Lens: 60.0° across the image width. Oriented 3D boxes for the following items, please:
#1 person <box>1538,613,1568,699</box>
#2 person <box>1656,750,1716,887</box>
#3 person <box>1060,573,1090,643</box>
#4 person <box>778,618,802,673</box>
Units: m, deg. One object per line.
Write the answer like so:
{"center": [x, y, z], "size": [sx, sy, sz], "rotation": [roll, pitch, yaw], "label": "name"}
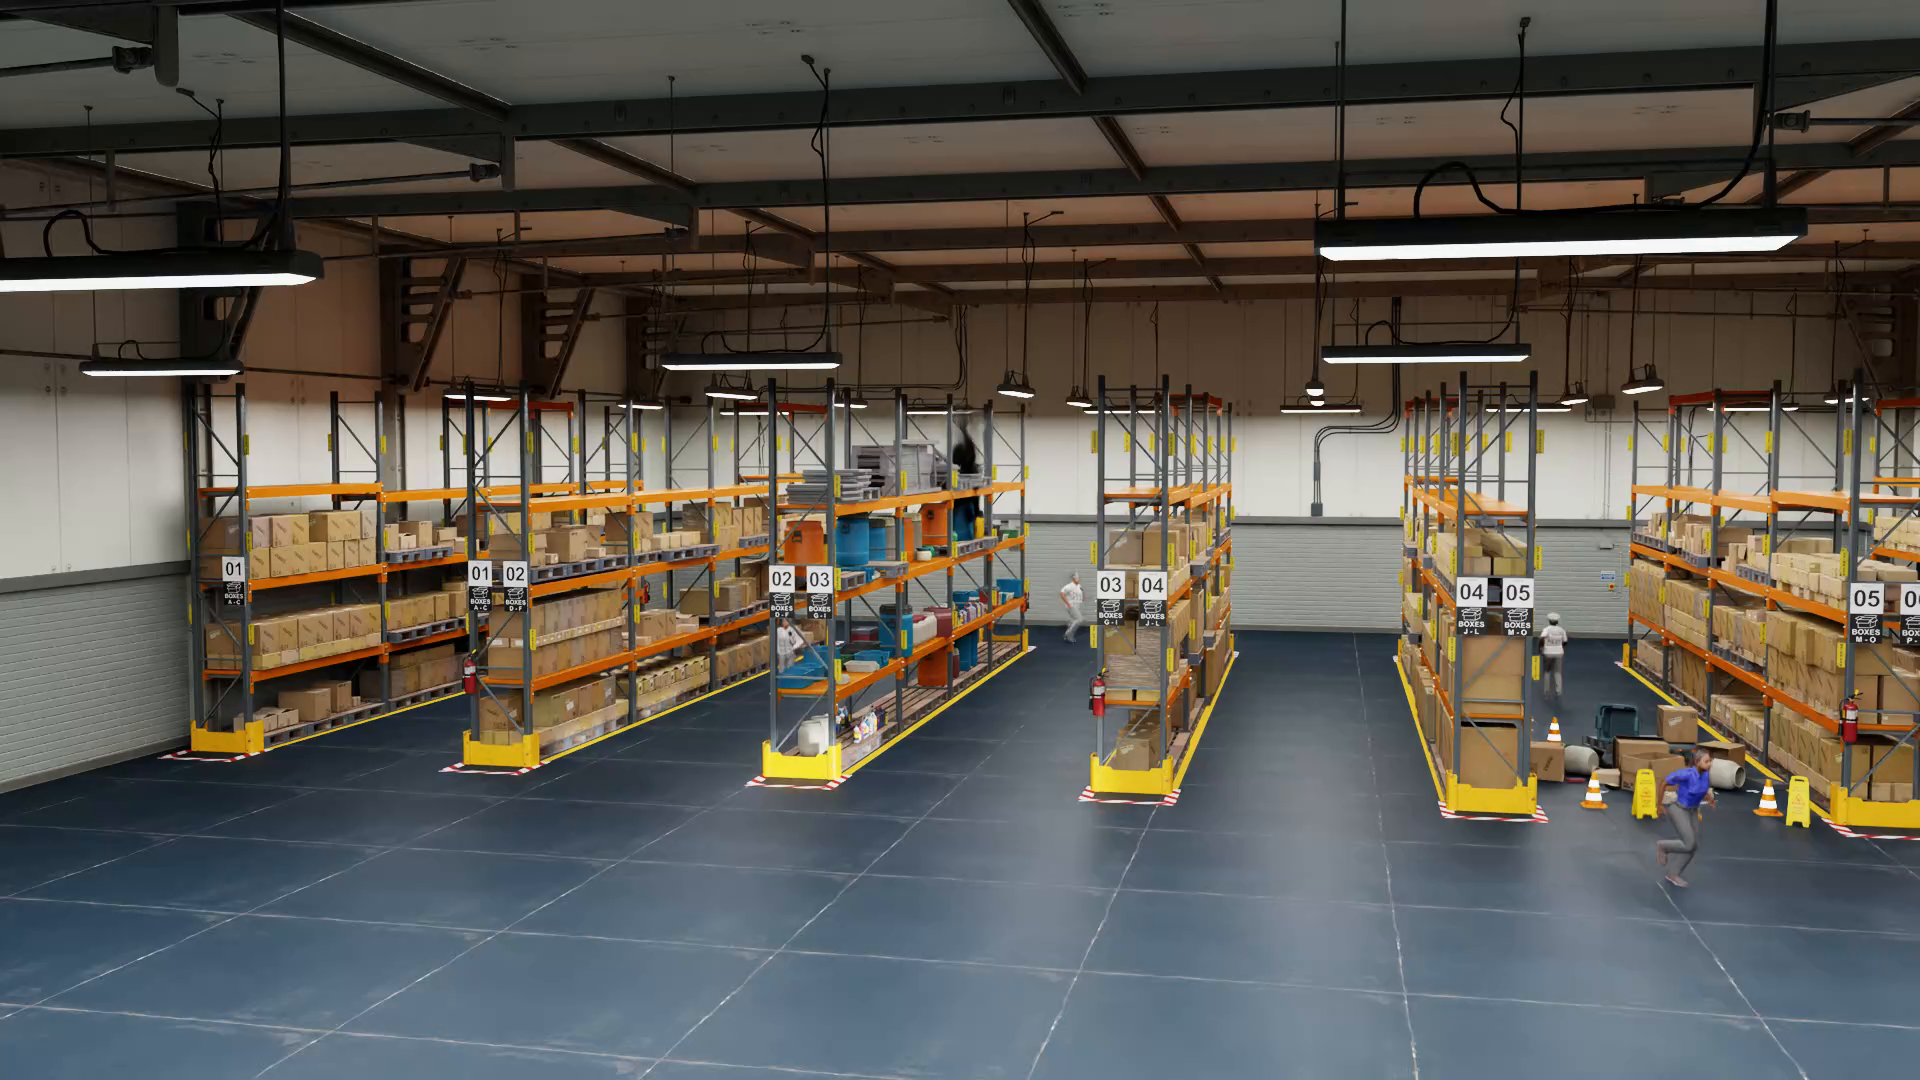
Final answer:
{"center": [11.581, 2.313, 32.499], "size": [0.589, 1.770, 0.758], "rotation": [1, 3, 10], "label": "person"}
{"center": [8.261, 3.149, 18.895], "size": [0.562, 1.588, 0.689], "rotation": [-2, 4, -31], "label": "person"}
{"center": [2.954, 1.719, 42.233], "size": [0.675, 1.797, 0.632], "rotation": [2, 4, 30], "label": "person"}
{"center": [-3.438, 2.290, 33.010], "size": [0.605, 1.669, 0.566], "rotation": [0, 3, 6], "label": "person"}
